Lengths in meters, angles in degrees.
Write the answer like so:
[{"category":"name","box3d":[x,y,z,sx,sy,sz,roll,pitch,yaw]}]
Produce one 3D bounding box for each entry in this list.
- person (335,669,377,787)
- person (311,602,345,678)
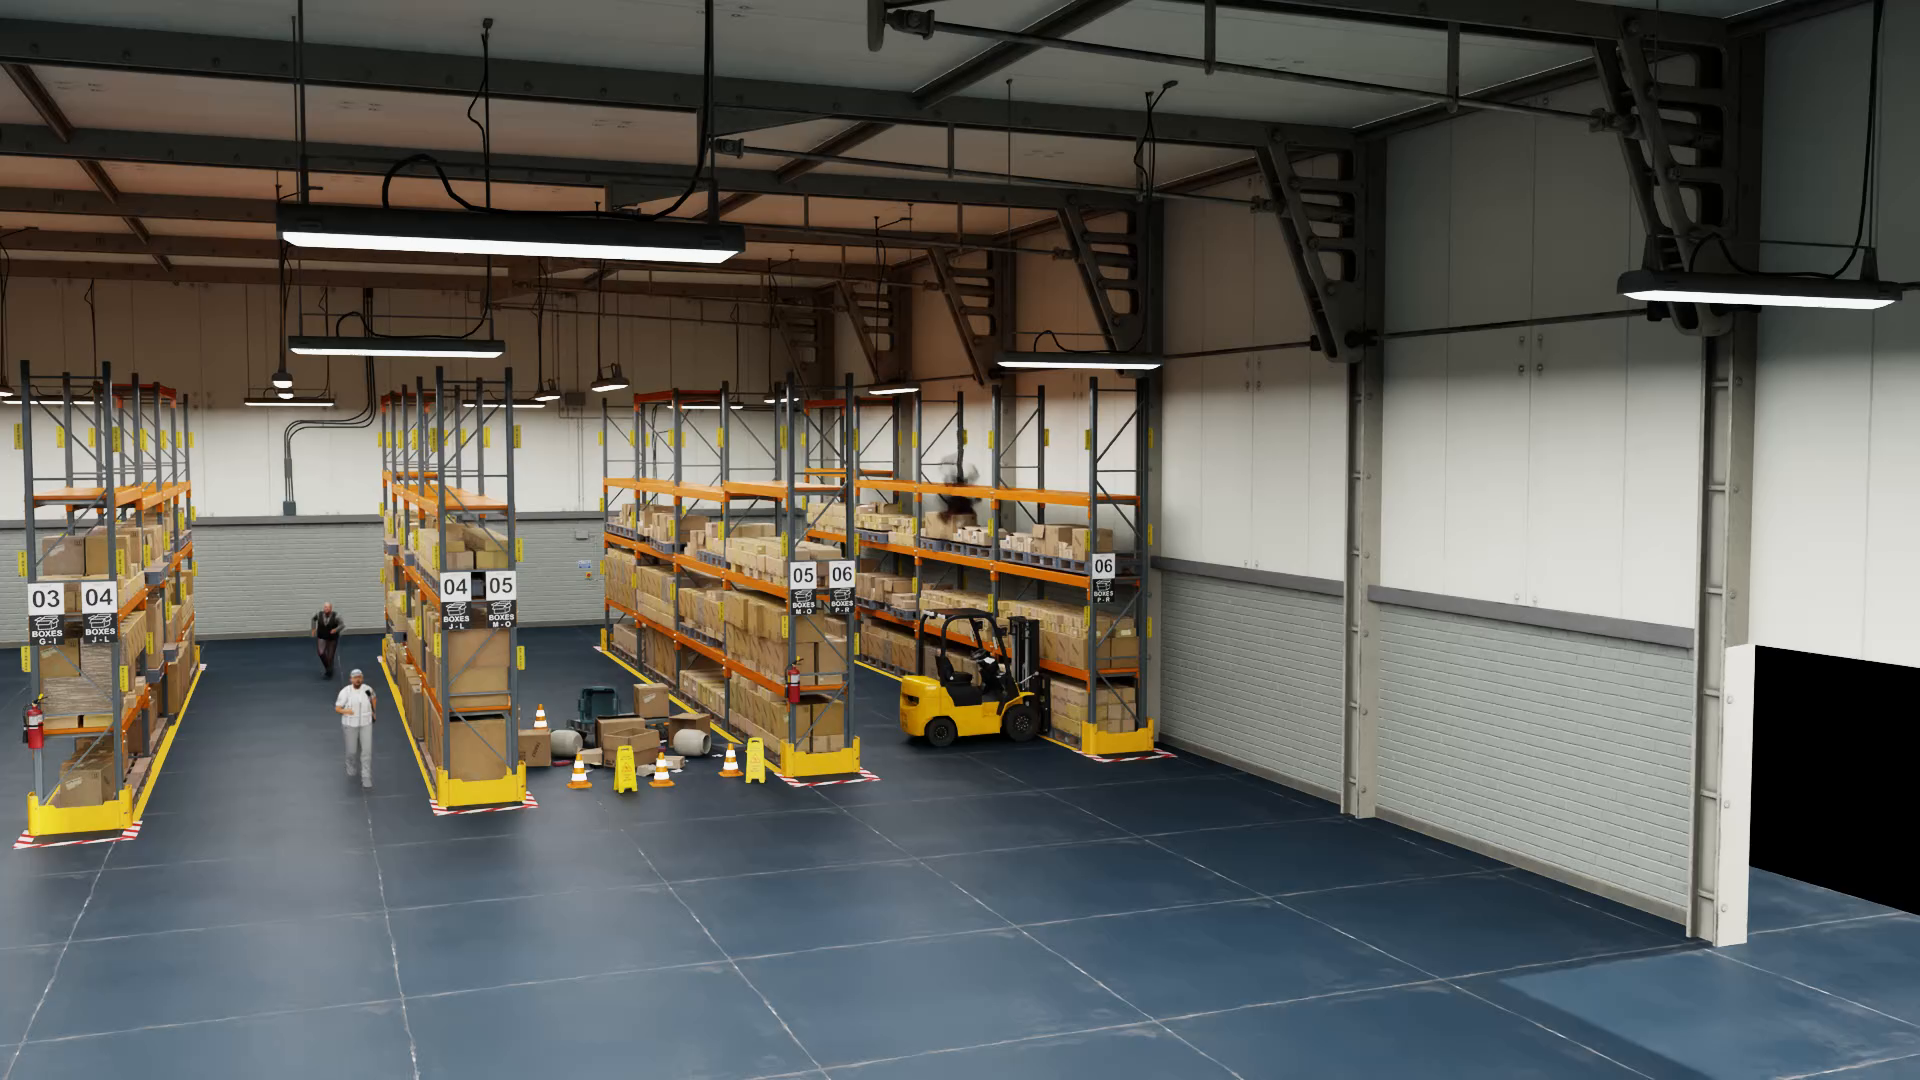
[{"category":"person","box3d":[-8.757,2.704,24.177,0.606,1.666,0.924,-2,4,-29]},{"category":"person","box3d":[-13.334,2.108,35.106,0.679,1.653,0.889,-1,4,-16]}]
